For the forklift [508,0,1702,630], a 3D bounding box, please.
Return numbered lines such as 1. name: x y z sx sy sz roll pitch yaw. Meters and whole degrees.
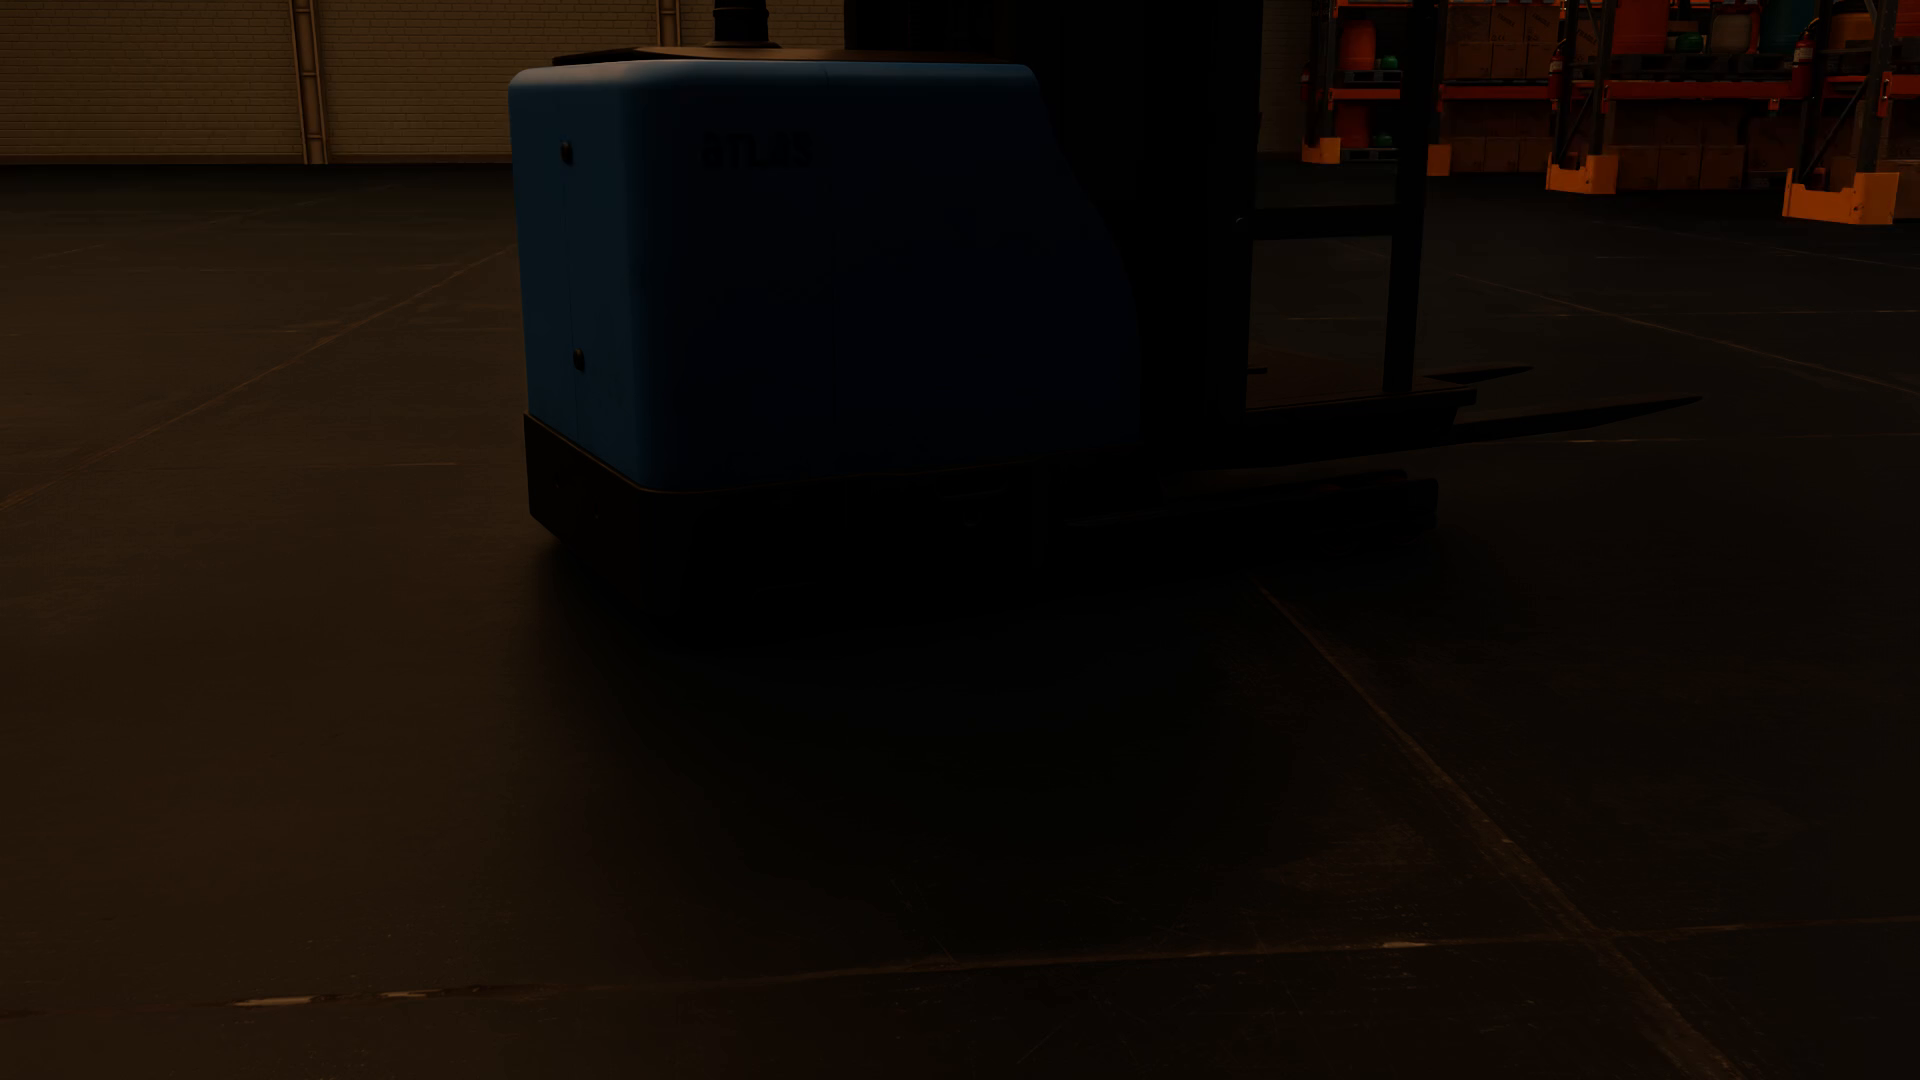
1. forklift: 0.538 -1.490 3.837 3.031 2.935 1.130 -8 17 -27
